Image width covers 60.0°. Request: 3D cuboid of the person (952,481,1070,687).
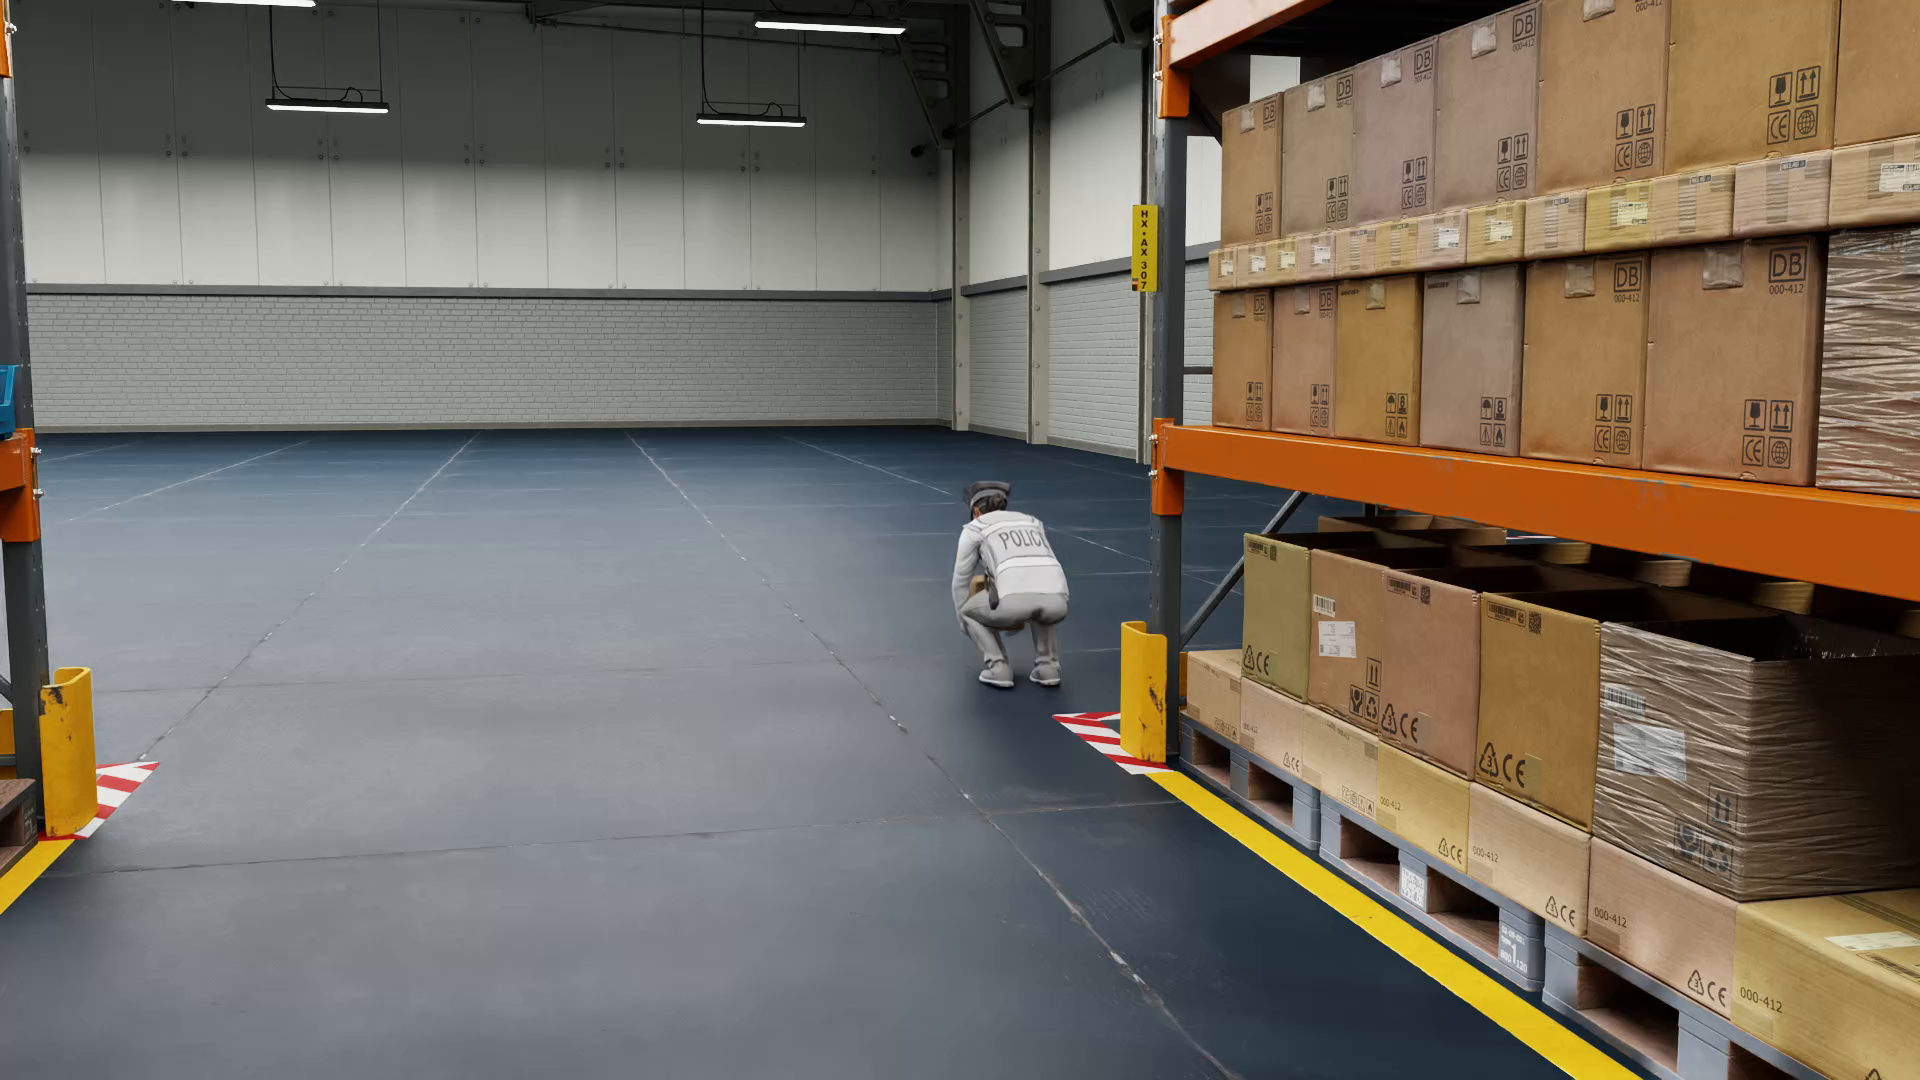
[{"bbox_3d":[0.242,0.206,8.071,0.495,0.964,0.825,-2,6,-14],"label":"person"}]
